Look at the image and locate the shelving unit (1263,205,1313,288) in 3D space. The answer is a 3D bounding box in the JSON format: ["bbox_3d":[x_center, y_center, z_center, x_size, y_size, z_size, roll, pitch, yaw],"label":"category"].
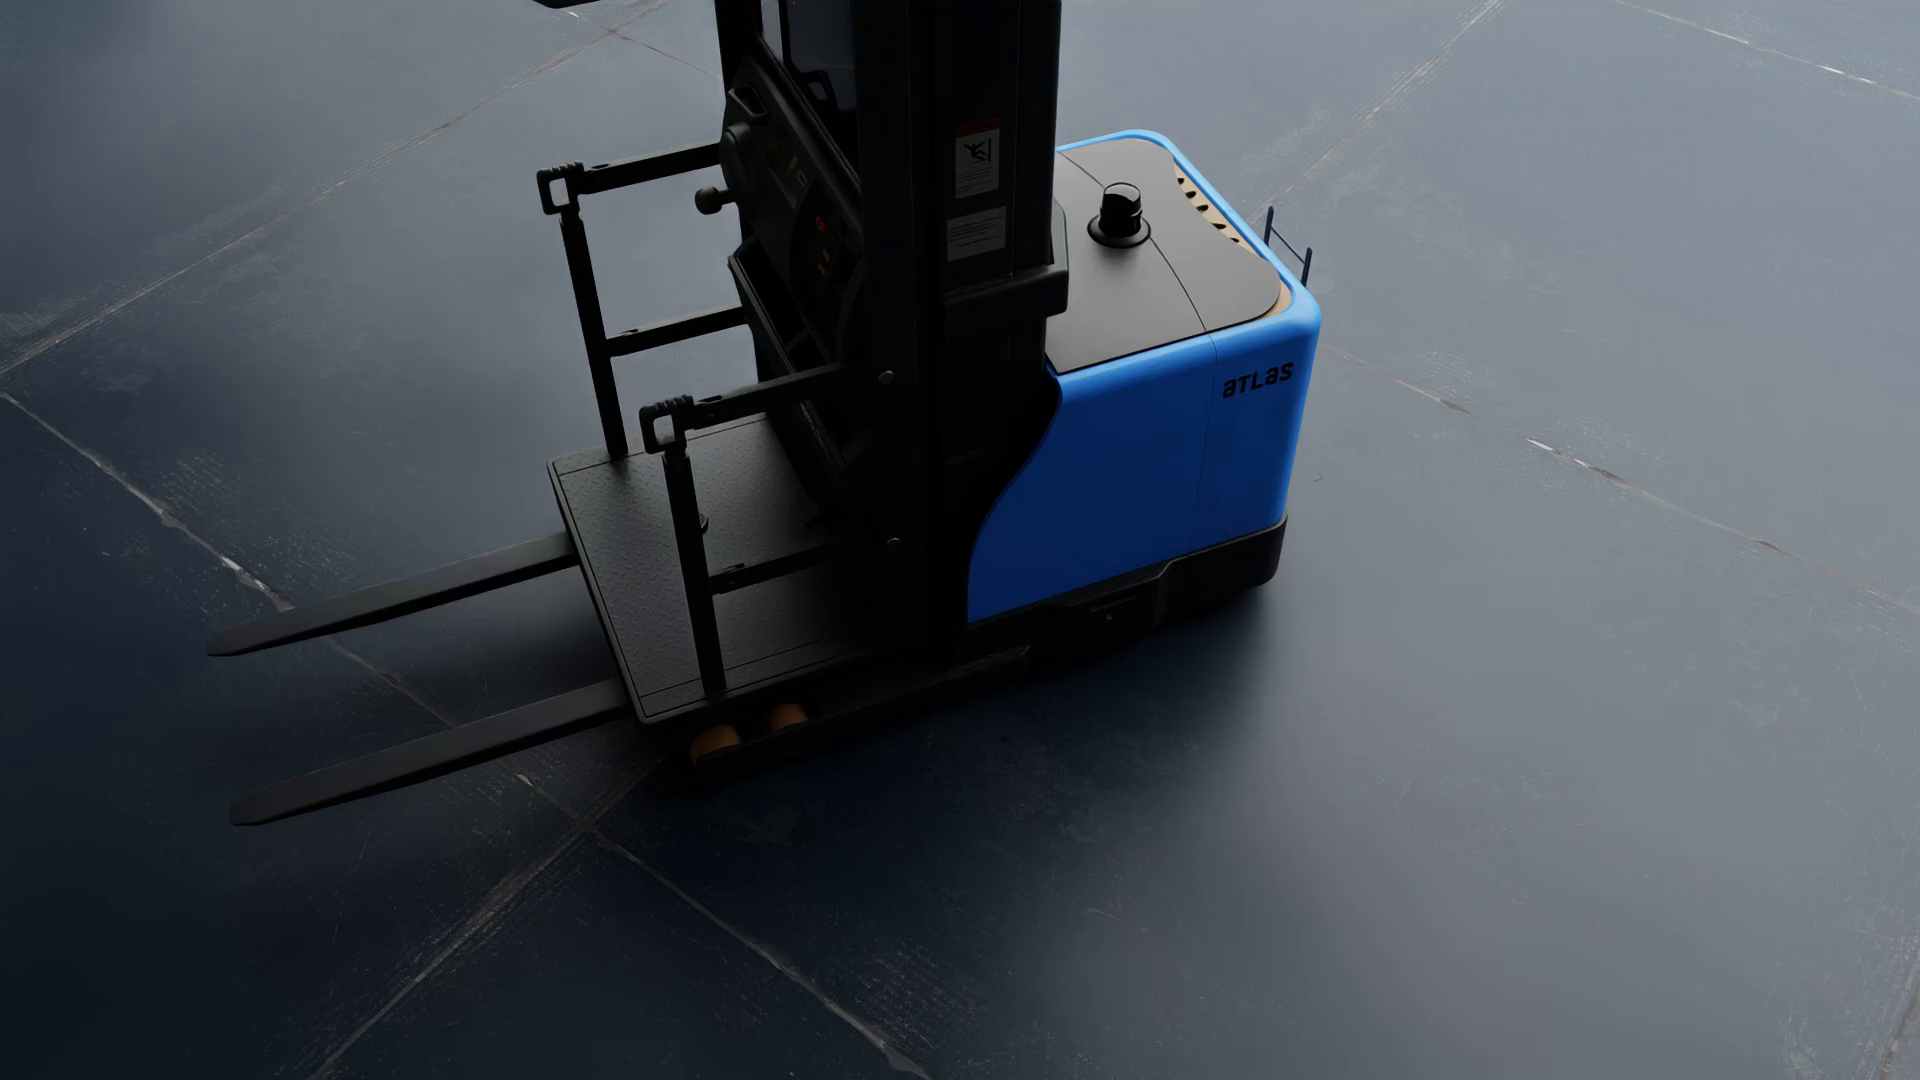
[{"bbox_3d":[0.876,-0.577,5.179,0.210,0.900,0.258,-17,49,-16],"label":"shelving unit"}]

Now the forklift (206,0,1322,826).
[{"bbox_3d":[-0.595,-0.779,3.967,3.031,2.935,1.130,-17,49,-16],"label":"forklift"}]

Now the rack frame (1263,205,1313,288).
[{"bbox_3d":[0.970,-0.606,5.206,0.006,0.900,0.240,-17,49,-16],"label":"rack frame"}]
